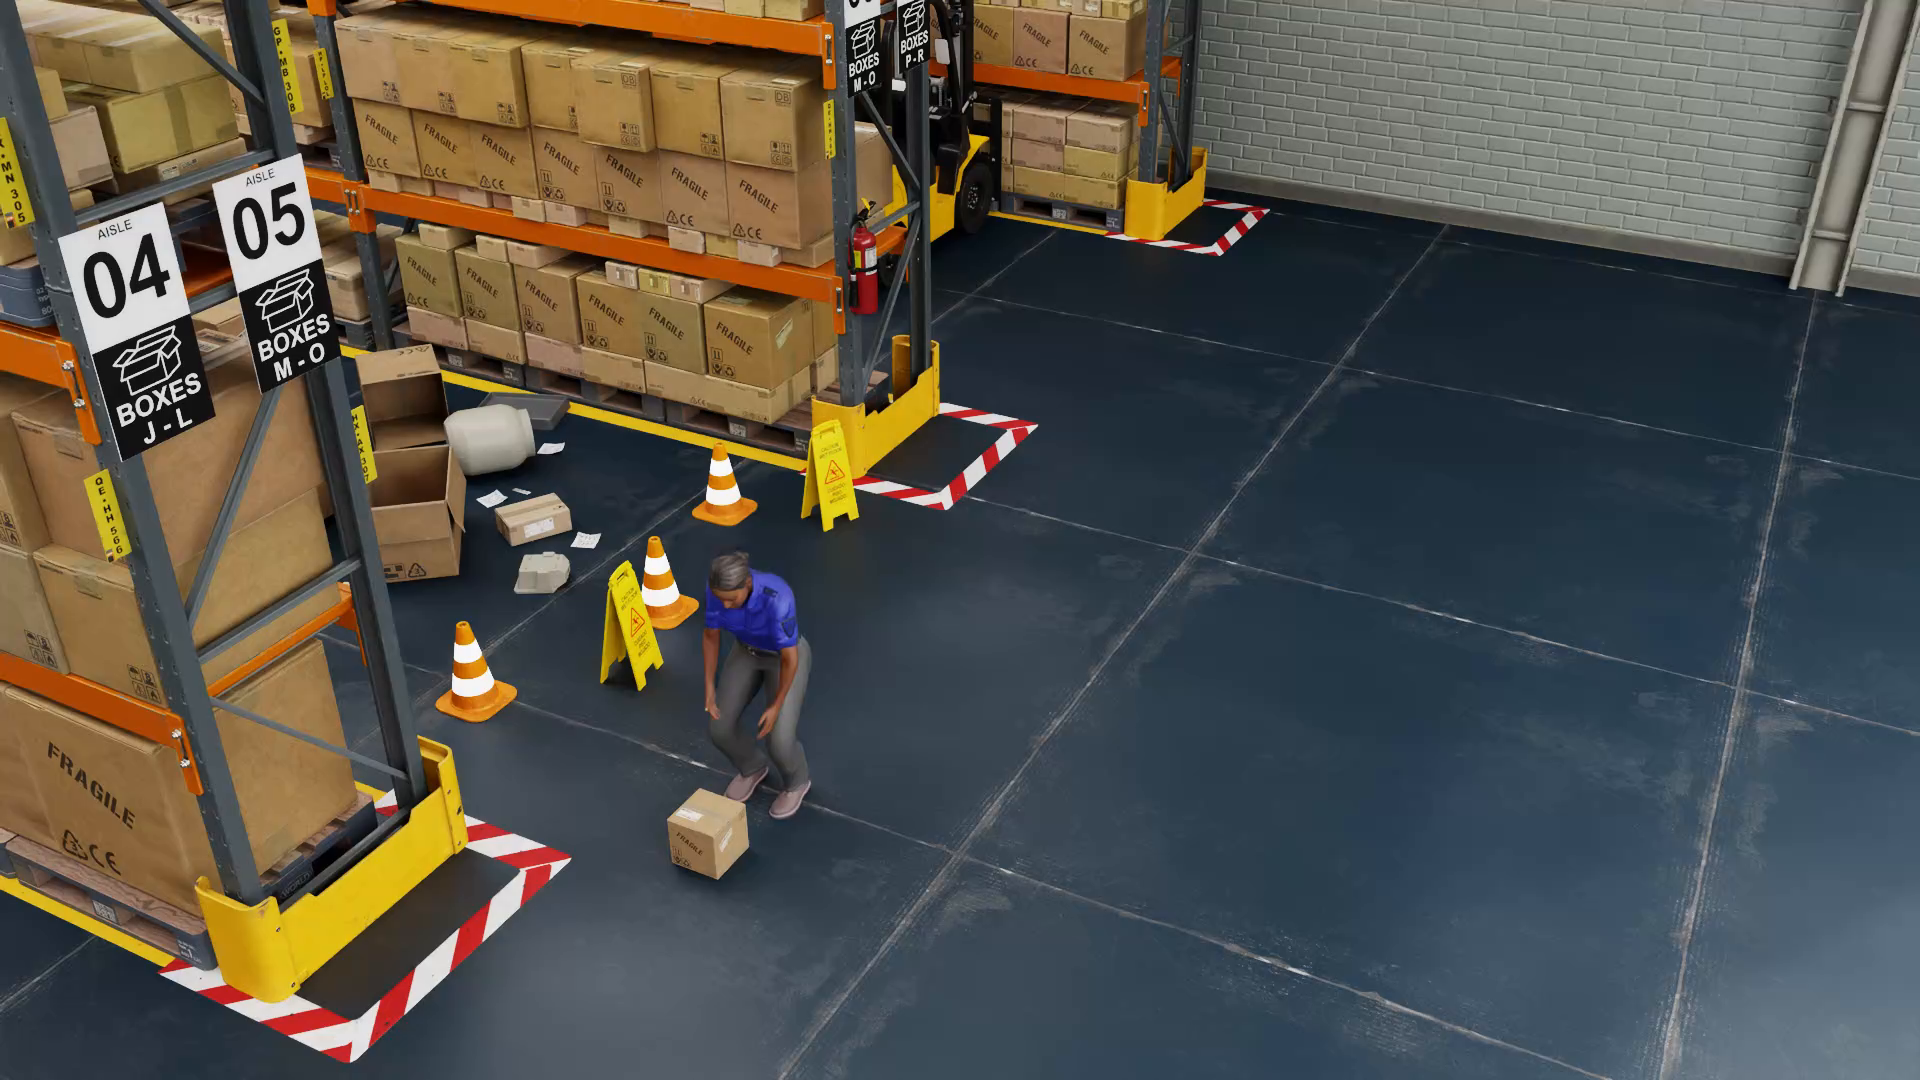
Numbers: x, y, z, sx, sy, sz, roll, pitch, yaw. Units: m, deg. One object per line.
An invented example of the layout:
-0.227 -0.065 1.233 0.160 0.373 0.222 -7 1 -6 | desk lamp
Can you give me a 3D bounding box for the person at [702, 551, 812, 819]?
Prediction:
-0.892 0.612 7.470 0.492 1.438 0.577 15 33 24 | person
